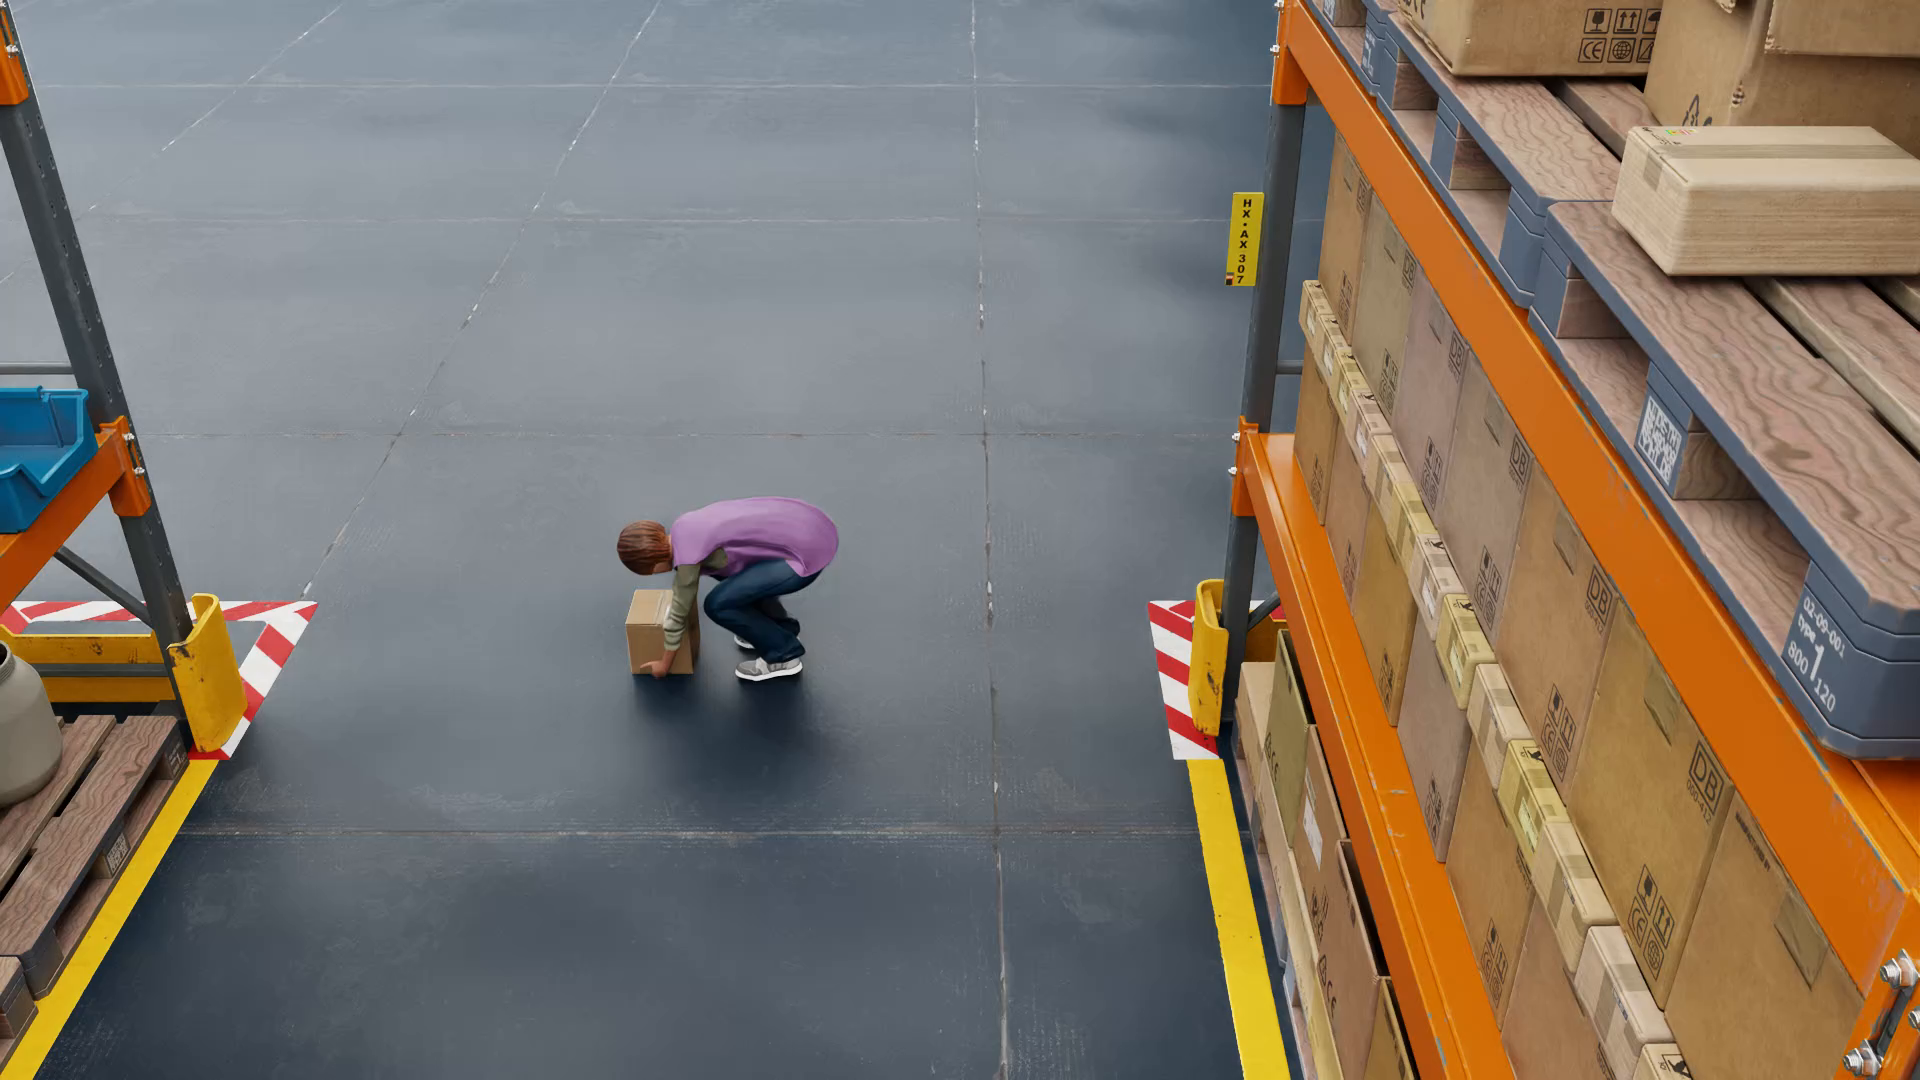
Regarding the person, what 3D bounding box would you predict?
[{"bbox_3d":[-0.916,0.190,6.675,0.873,0.759,0.423,-1,32,-2],"label":"person"}]
